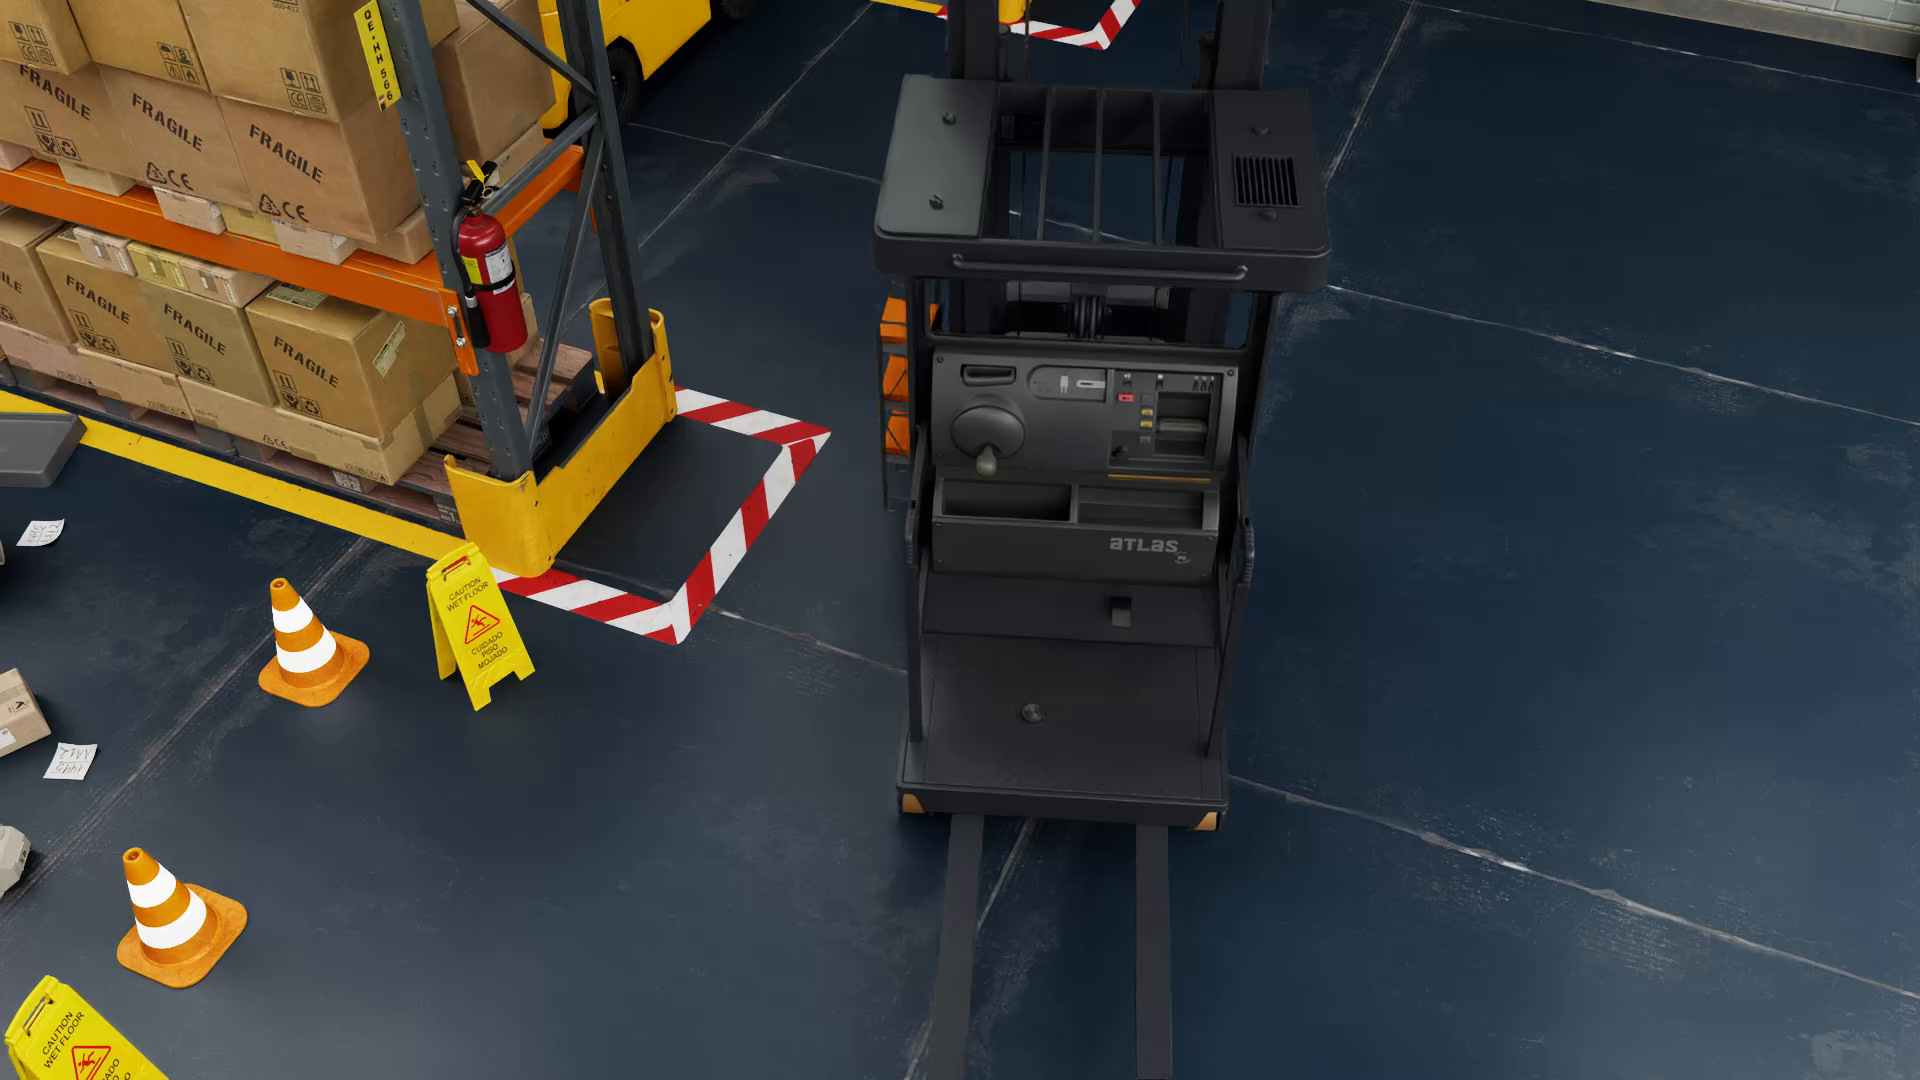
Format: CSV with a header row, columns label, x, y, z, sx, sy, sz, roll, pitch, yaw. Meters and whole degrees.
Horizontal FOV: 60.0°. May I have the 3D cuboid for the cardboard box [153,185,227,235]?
label,x,y,z,sx,sy,sz,roll,pitch,yaw
cardboard box,-2.718,-1.308,6.116,0.250,0.149,0.380,17,47,17

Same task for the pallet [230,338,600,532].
label,x,y,z,sx,sy,sz,roll,pitch,yaw
pallet,-2.343,-0.580,7.184,1.213,0.211,1.003,16,47,16

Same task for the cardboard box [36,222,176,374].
label,x,y,z,sx,sy,sz,roll,pitch,yaw
cardboard box,-3.322,-1.073,6.822,0.500,0.500,0.500,15,47,15

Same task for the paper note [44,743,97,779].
label,x,y,z,sx,sy,sz,roll,pitch,yaw
paper note,-3.175,0.787,5.937,0.142,0.019,0.148,2,45,2

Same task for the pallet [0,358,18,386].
label,x,y,z,sx,sy,sz,roll,pitch,yaw
pallet,-4.595,-1.243,7.850,1.213,0.211,1.003,16,47,16

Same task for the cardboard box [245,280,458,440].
label,x,y,z,sx,sy,sz,roll,pitch,yaw
cardboard box,-2.376,-0.792,6.540,0.500,0.500,0.500,17,47,16

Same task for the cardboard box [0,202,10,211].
label,x,y,z,sx,sy,sz,roll,pitch,yaw
cardboard box,-3.971,-1.442,6.733,0.250,0.149,0.380,19,48,18

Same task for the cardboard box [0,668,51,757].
label,x,y,z,sx,sy,sz,roll,pitch,yaw
cardboard box,-3.523,0.665,5.976,0.380,0.149,0.250,-28,51,-25

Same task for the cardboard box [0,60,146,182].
label,x,y,z,sx,sy,sz,roll,pitch,yaw
cardboard box,-3.064,-1.691,6.041,0.500,0.500,0.500,16,47,16

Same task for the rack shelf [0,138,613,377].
label,x,y,z,sx,sy,sz,roll,pitch,yaw
rack shelf,-3.382,-1.593,6.734,4.000,0.370,1.077,16,47,16

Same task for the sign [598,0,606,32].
label,x,y,z,sx,sy,sz,roll,pitch,yaw
sign,-1.328,-1.965,5.984,0.005,0.325,0.100,16,47,16

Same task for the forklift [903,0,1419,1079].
label,x,y,z,sx,sy,sz,roll,pitch,yaw
forklift,0.507,-0.291,4.964,1.130,2.935,3.031,-6,45,-6

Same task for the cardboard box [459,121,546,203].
label,x,y,z,sx,sy,sz,roll,pitch,yaw
cardboard box,-1.770,-1.443,6.251,0.250,0.149,0.380,17,47,16

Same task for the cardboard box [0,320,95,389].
label,x,y,z,sx,sy,sz,roll,pitch,yaw
cardboard box,-3.800,-0.949,7.229,0.500,0.250,0.500,16,47,15

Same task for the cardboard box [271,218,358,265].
label,x,y,z,sx,sy,sz,roll,pitch,yaw
cardboard box,-2.240,-1.174,5.982,0.250,0.149,0.380,16,47,15

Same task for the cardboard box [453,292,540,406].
label,x,y,z,sx,sy,sz,roll,pitch,yaw
cardboard box,-2.174,-0.878,7.157,0.500,0.250,0.500,16,47,16

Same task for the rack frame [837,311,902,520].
label,x,y,z,sx,sy,sz,roll,pitch,yaw
rack frame,-0.344,-0.463,6.469,0.200,1.050,0.008,3,45,4

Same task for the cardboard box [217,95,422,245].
label,x,y,z,sx,sy,sz,roll,pitch,yaw
cardboard box,-2.143,-1.413,5.762,0.500,0.500,0.500,16,47,15

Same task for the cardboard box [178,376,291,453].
label,x,y,z,sx,sy,sz,roll,pitch,yaw
cardboard box,-2.861,-0.669,6.947,0.500,0.250,0.500,17,47,16

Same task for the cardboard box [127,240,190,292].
label,x,y,z,sx,sy,sz,roll,pitch,yaw
cardboard box,-2.972,-1.149,6.438,0.250,0.149,0.380,17,47,16

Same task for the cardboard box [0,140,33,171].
label,x,y,z,sx,sy,sz,roll,pitch,yaw
cardboard box,-3.641,-1.604,6.413,0.250,0.149,0.380,16,47,16

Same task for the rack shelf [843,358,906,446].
label,x,y,z,sx,sy,sz,roll,pitch,yaw
rack shelf,-0.334,-0.541,6.562,0.215,0.259,0.240,3,45,4

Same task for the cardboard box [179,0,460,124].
label,x,y,z,sx,sy,sz,roll,pitch,yaw
cardboard box,-2.092,-1.796,5.438,0.500,0.500,0.700,15,47,15

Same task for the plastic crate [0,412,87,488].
label,x,y,z,sx,sy,sz,roll,pitch,yaw
plastic crate,-4.095,-0.396,7.091,0.583,0.080,0.402,2,45,2

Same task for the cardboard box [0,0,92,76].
label,x,y,z,sx,sy,sz,roll,pitch,yaw
cardboard box,-3.066,-2.010,5.653,0.500,0.500,0.700,16,47,15

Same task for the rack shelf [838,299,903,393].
label,x,y,z,sx,sy,sz,roll,pitch,yaw
rack shelf,-0.338,-0.743,6.363,0.215,0.259,0.240,3,45,4

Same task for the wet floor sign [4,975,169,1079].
label,x,y,z,sx,sy,sz,roll,pitch,yaw
wet floor sign,-2.560,1.499,4.786,0.232,0.644,0.267,9,46,9

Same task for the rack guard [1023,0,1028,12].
label,x,y,z,sx,sy,sz,roll,pitch,yaw
rack guard,0.393,-3.644,10.058,0.348,0.500,1.175,16,47,16

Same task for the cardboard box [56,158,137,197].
label,x,y,z,sx,sy,sz,roll,pitch,yaw
cardboard box,-3.171,-1.480,6.288,0.250,0.149,0.380,16,47,15

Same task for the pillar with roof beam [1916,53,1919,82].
label,x,y,z,sx,sy,sz,roll,pitch,yaw
pillar with roof beam,3.956,-3.008,3.393,0.400,9.000,9.100,16,47,16

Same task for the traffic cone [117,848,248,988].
label,x,y,z,sx,sy,sz,roll,pitch,yaw
traffic cone,-2.543,1.133,5.284,0.334,0.463,0.336,16,47,16

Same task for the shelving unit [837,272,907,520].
label,x,y,z,sx,sy,sz,roll,pitch,yaw
shelving unit,-0.335,-0.549,6.555,0.215,1.050,0.252,3,45,4
